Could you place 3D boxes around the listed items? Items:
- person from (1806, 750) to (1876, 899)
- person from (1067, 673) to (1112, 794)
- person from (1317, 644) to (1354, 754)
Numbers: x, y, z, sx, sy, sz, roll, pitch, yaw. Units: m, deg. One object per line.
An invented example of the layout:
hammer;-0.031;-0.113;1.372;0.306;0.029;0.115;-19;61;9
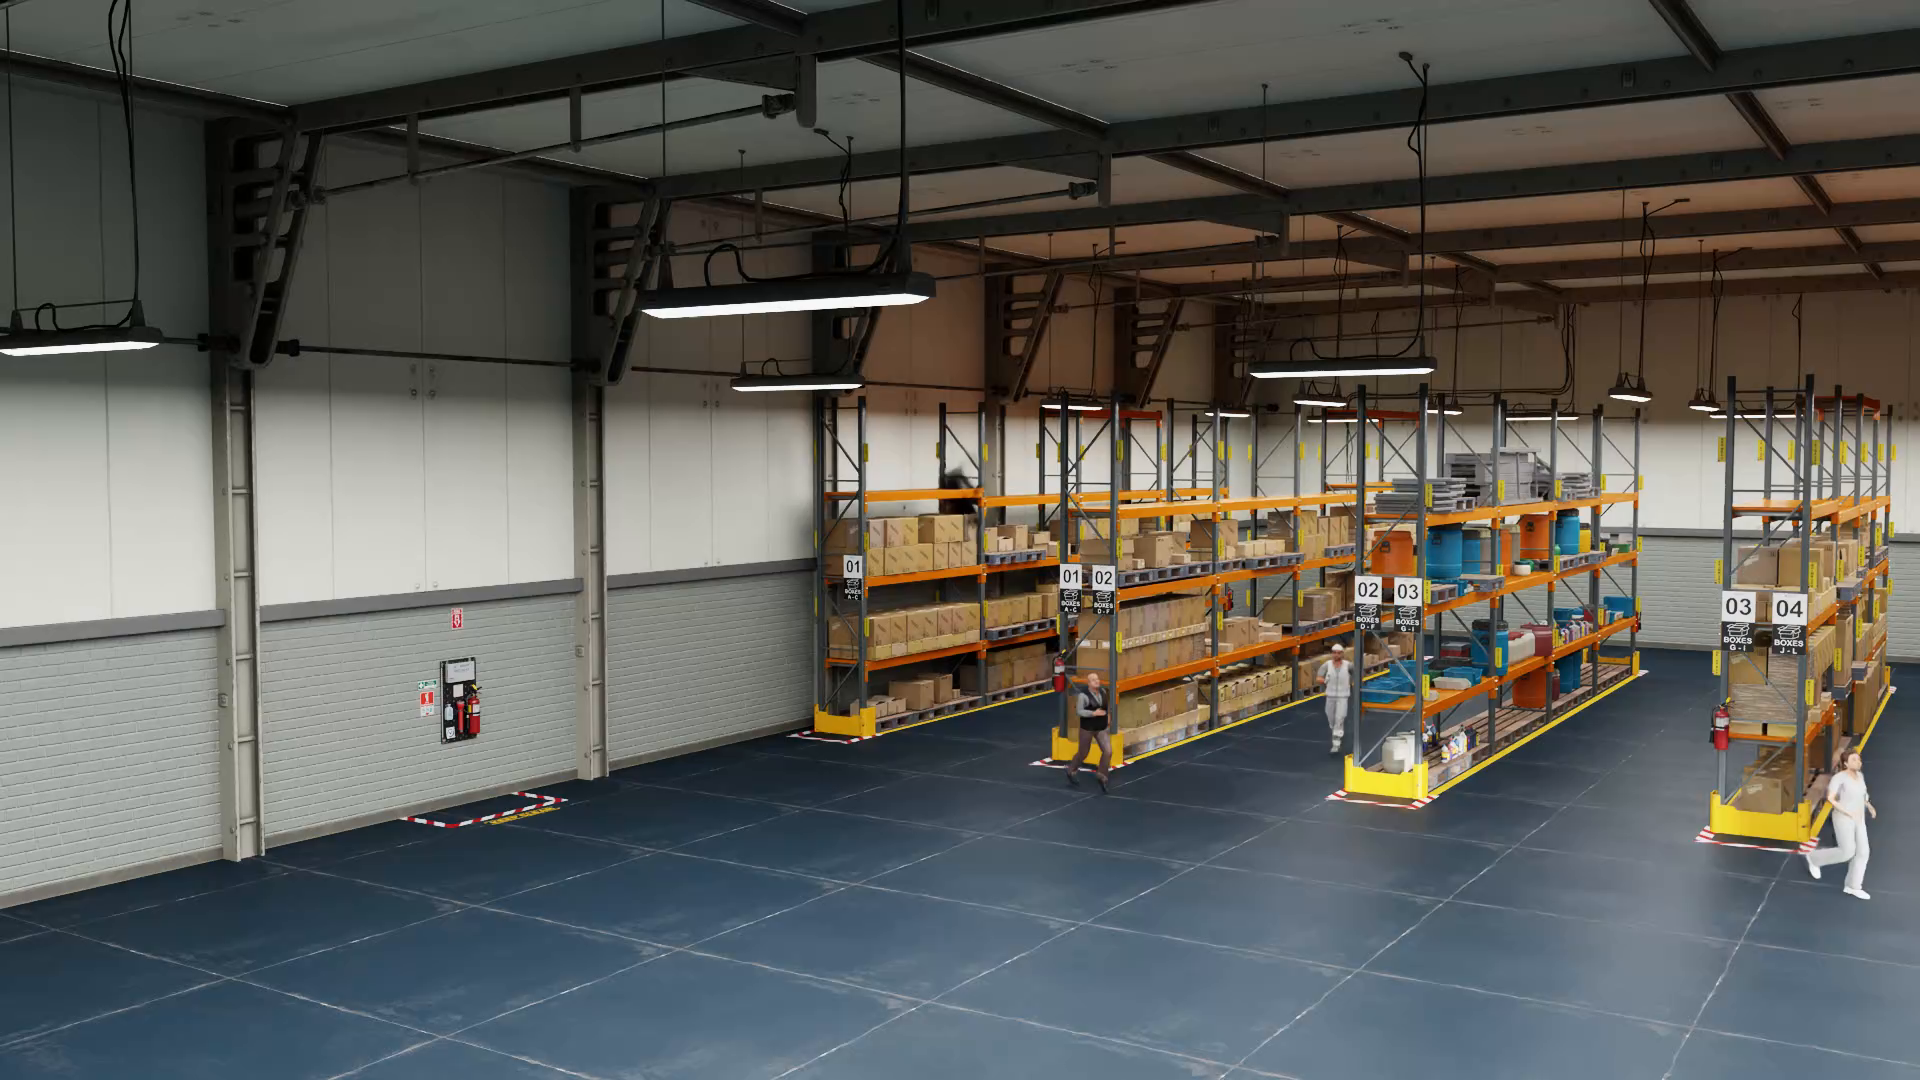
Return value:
person;10.088;3.198;18.956;0.572;1.654;0.734;-1;3;-22
person;1.964;2.849;24.697;0.665;1.770;0.898;-2;3;-27
person;6.300;2.616;27.776;0.664;1.772;0.999;1;3;20
